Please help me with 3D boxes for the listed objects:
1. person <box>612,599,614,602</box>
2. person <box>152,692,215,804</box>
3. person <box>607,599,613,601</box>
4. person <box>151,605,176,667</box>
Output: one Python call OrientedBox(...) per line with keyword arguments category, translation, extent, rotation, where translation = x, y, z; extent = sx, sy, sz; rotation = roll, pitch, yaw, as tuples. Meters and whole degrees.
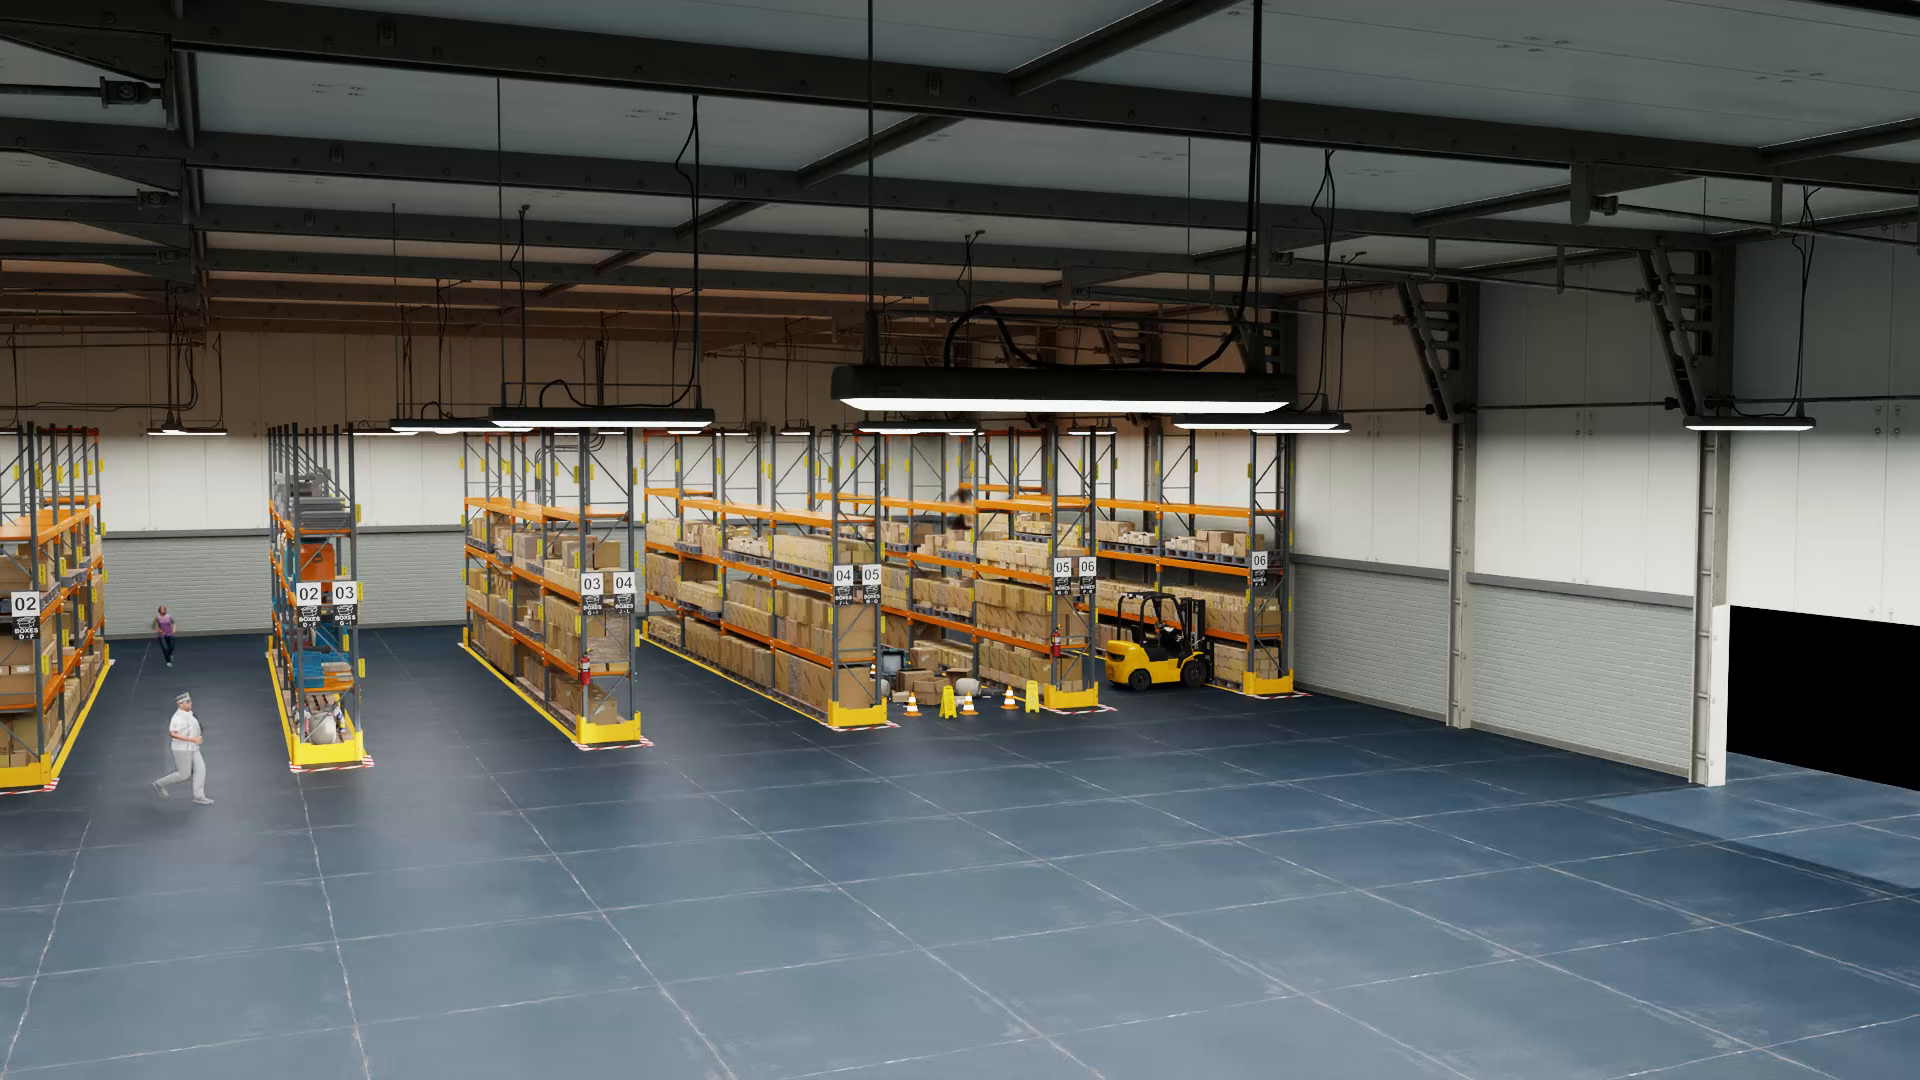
OrientedBox(category="person", translation=(-9.272, 2.141, 45.289), extent=(0.598, 1.692, 0.597), rotation=(-1, 4, -20))
OrientedBox(category="person", translation=(-12.133, 3.264, 25.980), extent=(0.894, 1.772, 0.669), rotation=(0, 3, -2))
OrientedBox(category="person", translation=(-9.806, 2.068, 46.294), extent=(0.699, 1.635, 0.609), rotation=(-1, 4, -9))
OrientedBox(category="person", translation=(-19.917, 2.402, 41.634), extent=(0.574, 1.546, 0.483), rotation=(-3, 4, -36))
